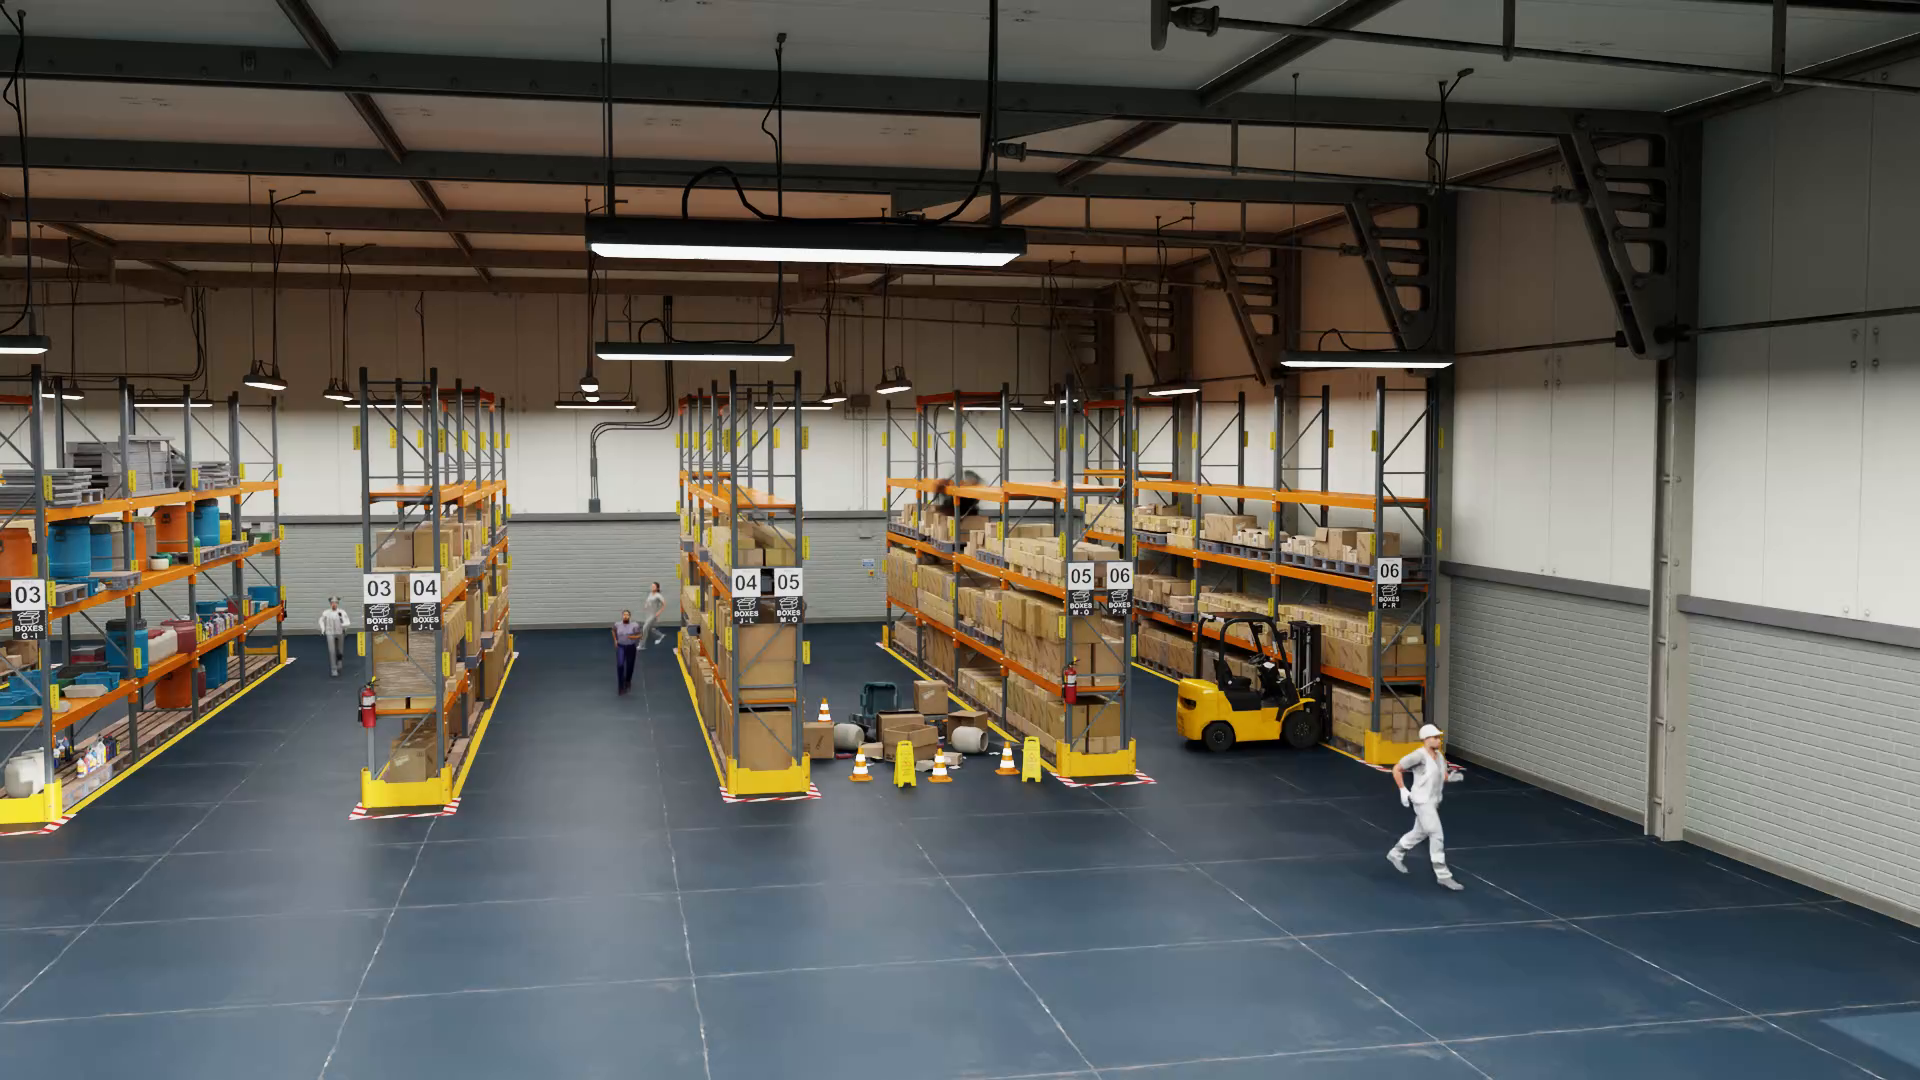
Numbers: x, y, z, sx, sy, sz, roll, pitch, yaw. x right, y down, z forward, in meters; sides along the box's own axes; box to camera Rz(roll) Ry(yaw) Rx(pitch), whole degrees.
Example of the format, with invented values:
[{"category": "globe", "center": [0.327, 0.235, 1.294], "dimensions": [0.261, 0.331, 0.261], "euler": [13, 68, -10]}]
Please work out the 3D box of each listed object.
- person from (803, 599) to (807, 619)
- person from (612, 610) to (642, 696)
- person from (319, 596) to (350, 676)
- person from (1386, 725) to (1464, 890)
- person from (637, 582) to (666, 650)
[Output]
[{"category": "person", "center": [-3.880, 1.841, 38.165], "dimensions": [0.646, 1.725, 0.950], "euler": [-2, 4, -30]}, {"category": "person", "center": [-6.630, 2.236, 33.146], "dimensions": [0.576, 1.697, 0.868], "euler": [-1, 4, -15]}, {"category": "person", "center": [-13.398, 2.034, 35.632], "dimensions": [0.623, 1.671, 0.891], "euler": [-1, 4, -23]}, {"category": "person", "center": [5.228, 2.959, 18.695], "dimensions": [0.983, 1.791, 0.660], "euler": [3, 5, 43]}, {"category": "person", "center": [-7.344, 1.811, 39.829], "dimensions": [0.886, 1.625, 0.624], "euler": [-3, 5, -45]}]
